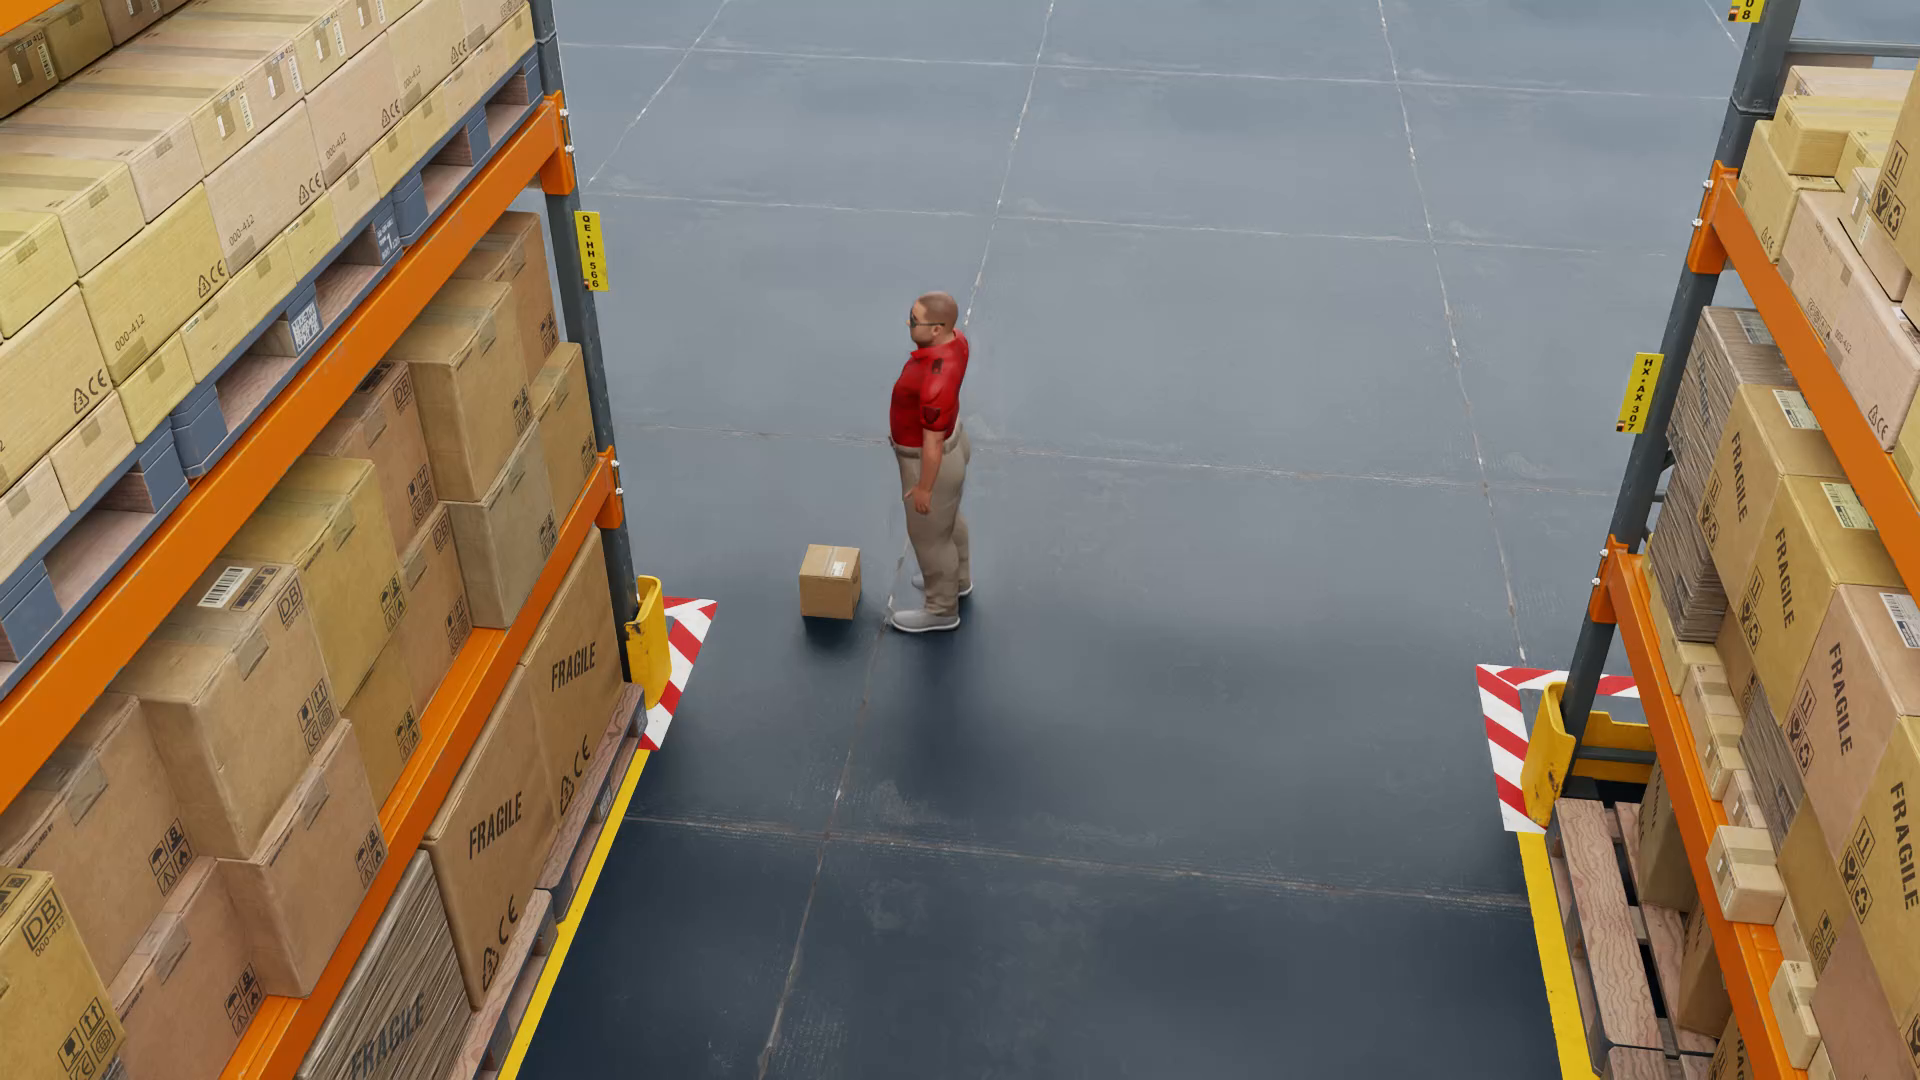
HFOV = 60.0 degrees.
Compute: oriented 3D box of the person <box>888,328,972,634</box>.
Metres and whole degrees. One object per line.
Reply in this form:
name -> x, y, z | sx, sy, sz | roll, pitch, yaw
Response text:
person -> -0.142, -0.265, 7.613 | 0.363, 1.548, 0.540 | 5, 36, 7
